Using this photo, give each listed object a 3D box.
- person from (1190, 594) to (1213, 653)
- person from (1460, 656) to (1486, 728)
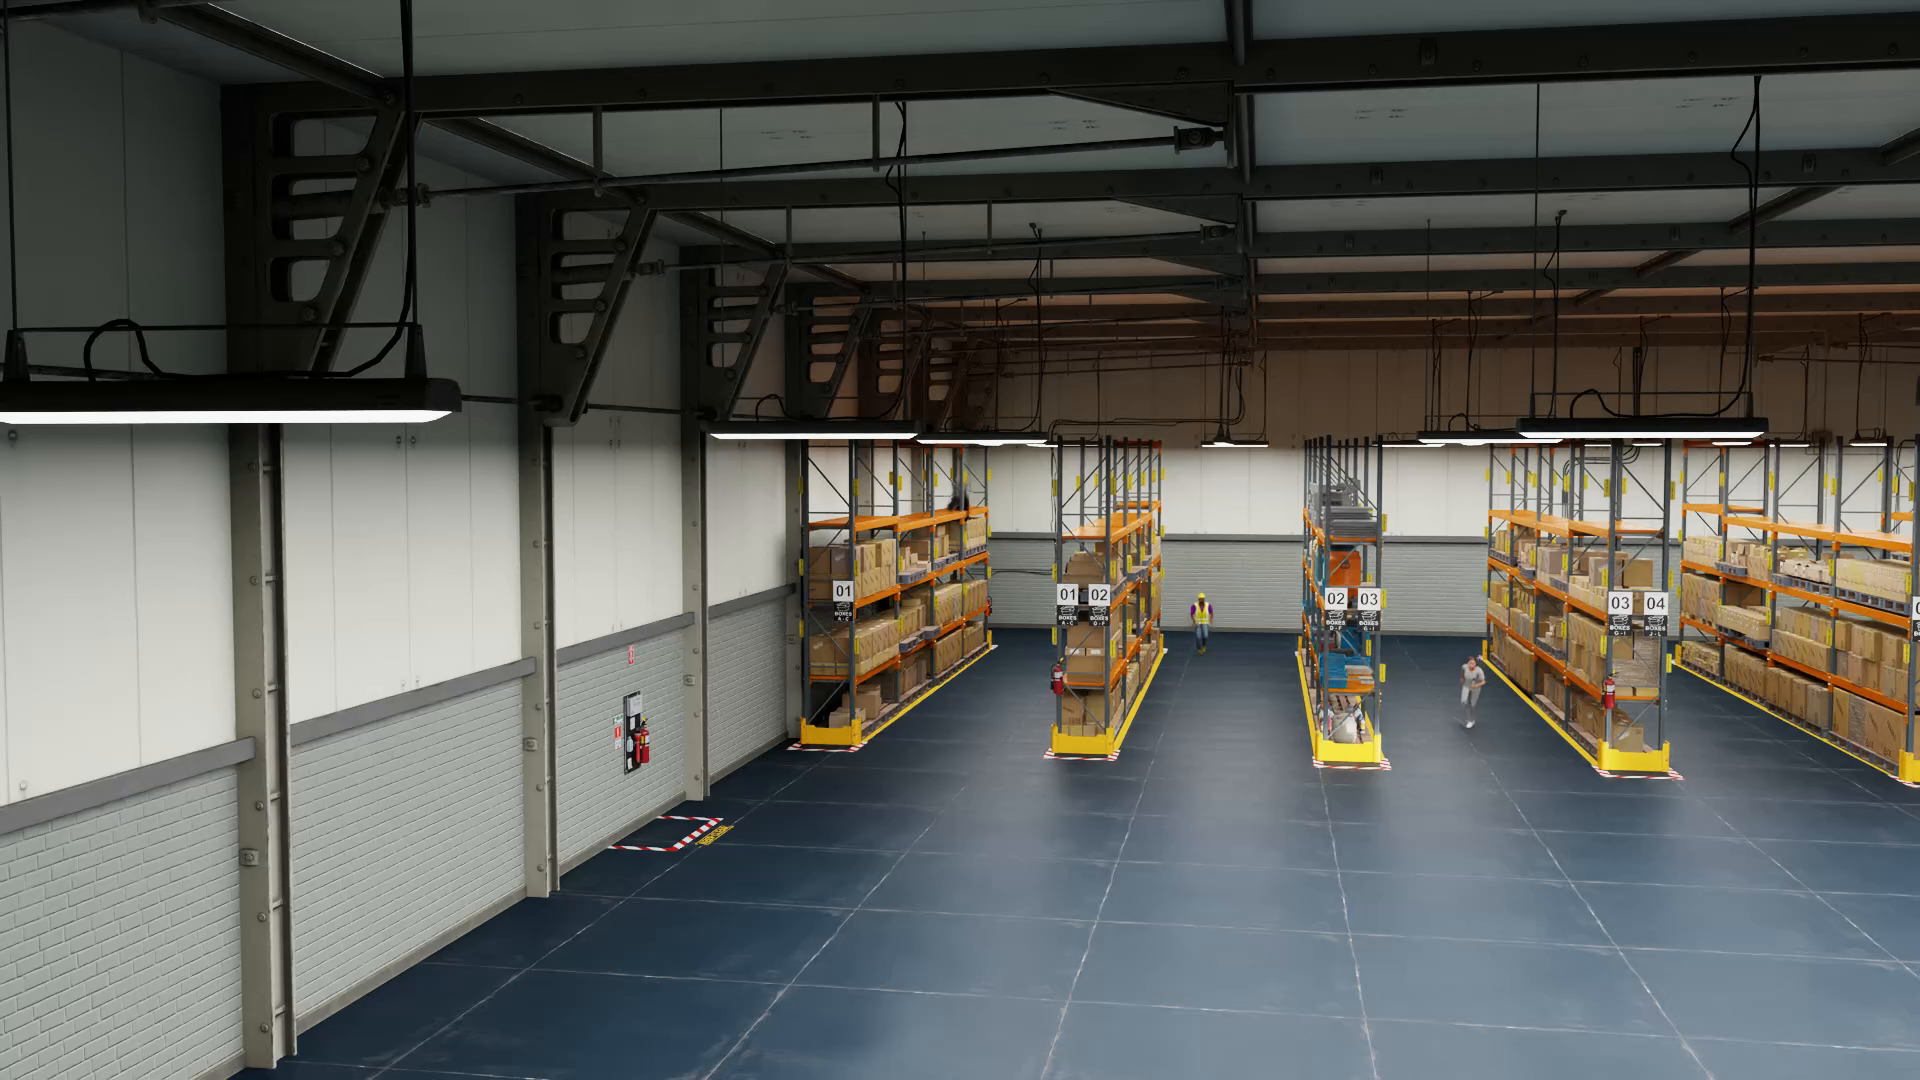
[{"bbox_3d":[6.773,2.345,46.570,0.659,1.707,0.658,0,3,3],"label":"person"},{"bbox_3d":[10.586,3.095,34.335,0.550,1.463,1.055,1,3,23],"label":"person"}]
